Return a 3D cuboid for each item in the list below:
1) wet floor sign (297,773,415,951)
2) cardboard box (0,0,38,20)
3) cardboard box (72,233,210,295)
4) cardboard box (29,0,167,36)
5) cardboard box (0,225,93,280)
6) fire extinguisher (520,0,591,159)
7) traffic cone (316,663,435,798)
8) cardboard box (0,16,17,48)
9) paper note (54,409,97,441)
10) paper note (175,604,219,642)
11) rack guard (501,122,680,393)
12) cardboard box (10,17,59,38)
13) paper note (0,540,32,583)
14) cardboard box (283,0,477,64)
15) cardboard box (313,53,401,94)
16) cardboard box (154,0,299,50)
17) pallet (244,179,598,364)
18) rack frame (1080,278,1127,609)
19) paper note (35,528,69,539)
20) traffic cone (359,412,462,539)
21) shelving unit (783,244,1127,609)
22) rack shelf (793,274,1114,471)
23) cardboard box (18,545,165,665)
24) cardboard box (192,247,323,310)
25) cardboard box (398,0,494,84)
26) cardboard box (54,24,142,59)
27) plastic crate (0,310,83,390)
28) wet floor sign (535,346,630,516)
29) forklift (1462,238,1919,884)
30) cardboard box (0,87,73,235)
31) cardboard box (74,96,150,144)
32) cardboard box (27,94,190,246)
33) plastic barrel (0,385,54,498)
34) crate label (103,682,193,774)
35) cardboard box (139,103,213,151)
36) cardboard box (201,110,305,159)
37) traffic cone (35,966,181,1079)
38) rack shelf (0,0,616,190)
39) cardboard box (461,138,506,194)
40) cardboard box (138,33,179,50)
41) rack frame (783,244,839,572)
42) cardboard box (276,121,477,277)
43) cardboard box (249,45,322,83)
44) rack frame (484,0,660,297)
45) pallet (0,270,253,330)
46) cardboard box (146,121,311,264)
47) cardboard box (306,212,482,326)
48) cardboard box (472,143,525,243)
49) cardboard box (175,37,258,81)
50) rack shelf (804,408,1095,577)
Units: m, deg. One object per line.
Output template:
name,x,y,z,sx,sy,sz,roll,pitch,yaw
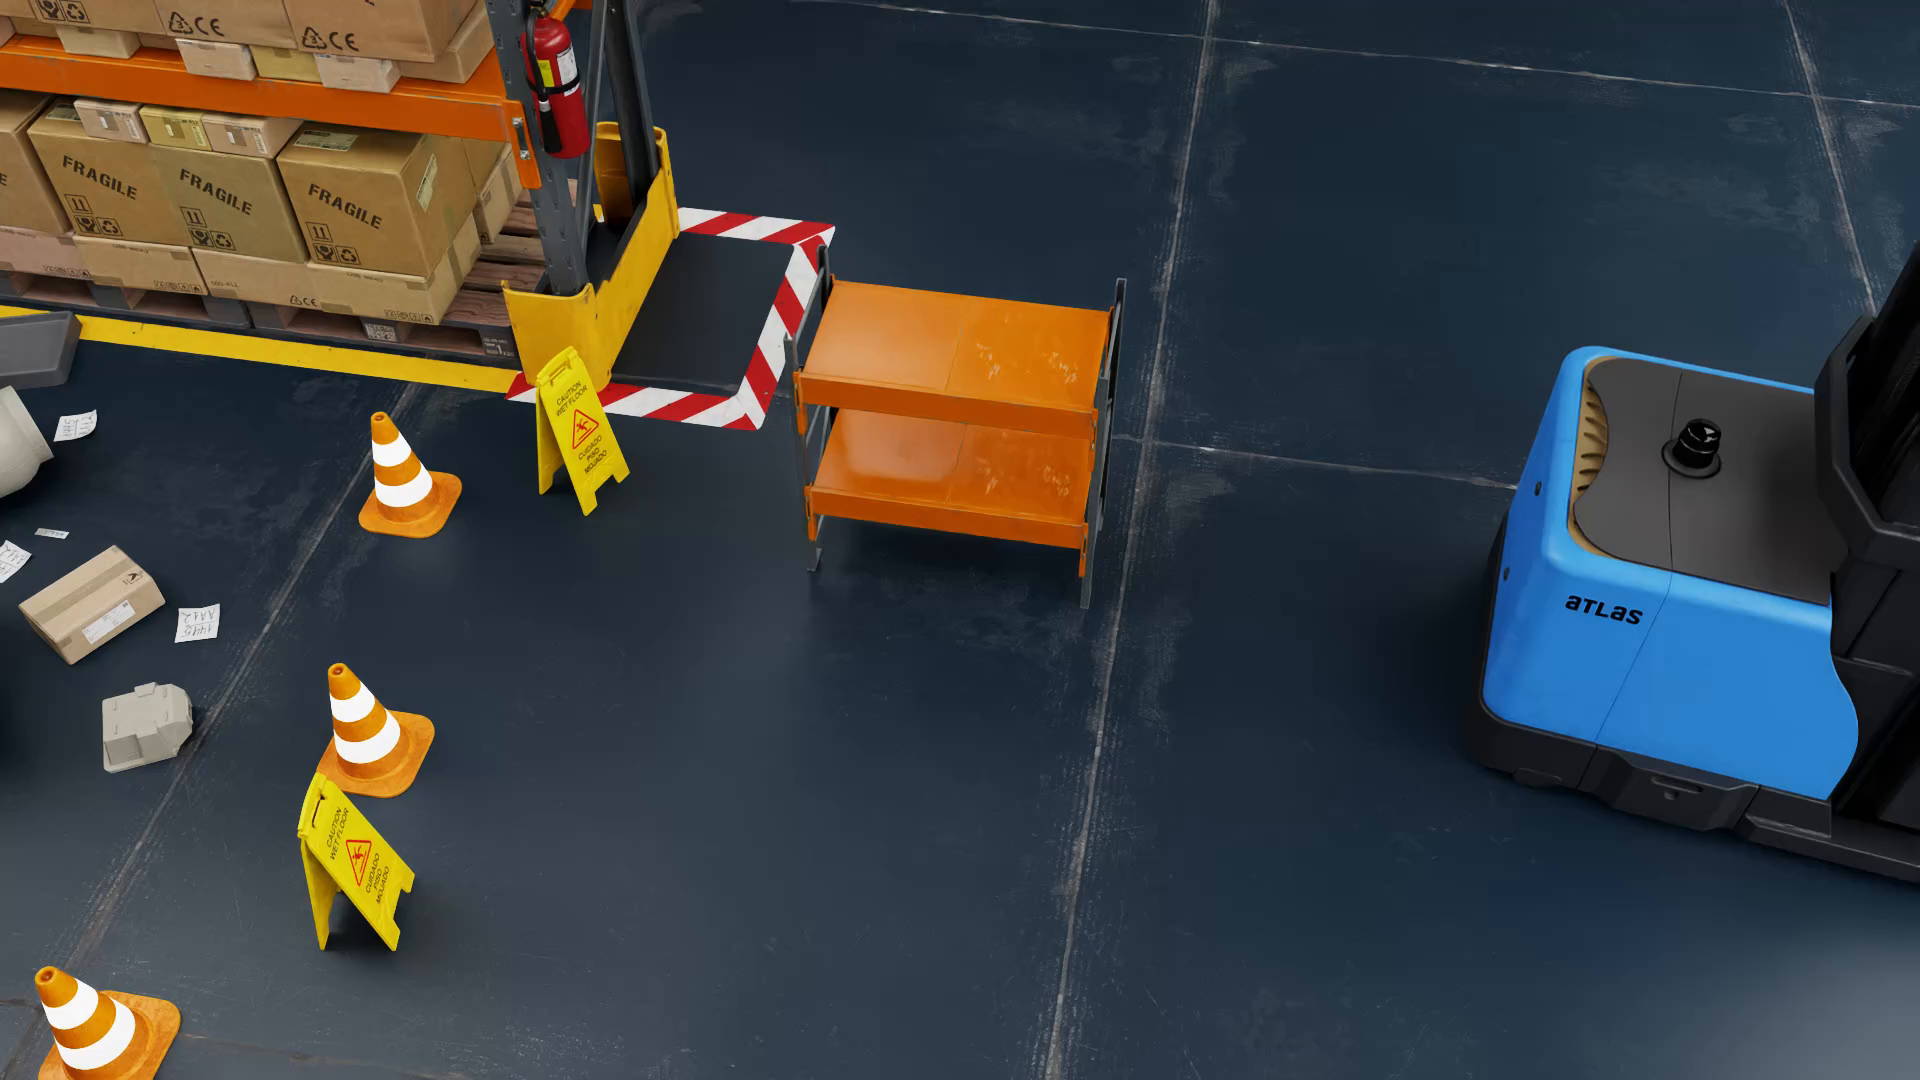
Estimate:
wet floor sign,-1.851,0.949,4.963,0.232,0.644,0.267,0,48,0
cardboard box,-3.513,-2.251,5.989,0.500,0.500,0.500,8,49,7
cardboard box,-3.318,-1.300,6.968,0.500,0.250,0.500,6,48,5
cardboard box,-3.018,-2.170,5.916,0.500,0.500,0.500,7,48,7
cardboard box,-3.805,-1.373,7.034,0.500,0.250,0.500,7,48,6
fire extinguisher,-1.420,-1.651,5.769,0.183,0.674,0.296,8,49,7
traffic cone,-1.966,0.564,5.432,0.334,0.463,0.336,8,49,7
cardboard box,-3.624,-2.009,6.207,0.250,0.149,0.380,7,48,7
paper note,-3.533,-0.459,6.642,0.148,0.019,0.142,-7,48,-7
paper note,-2.735,0.295,5.964,0.142,0.019,0.148,-7,48,-7
rack guard,-1.526,-1.204,6.995,0.348,0.500,1.175,8,49,7
cardboard box,-3.358,-2.054,6.248,0.250,0.149,0.380,8,49,7
paper note,-3.544,0.077,6.168,0.142,0.019,0.148,23,52,20
cardboard box,-2.034,-2.032,5.792,0.500,0.500,0.500,7,48,6
cardboard box,-2.126,-1.790,6.011,0.250,0.149,0.380,7,48,6
cardboard box,-2.526,-2.102,5.855,0.500,0.500,0.500,8,49,7
pallet,-2.319,-1.240,7.223,1.213,0.211,1.003,8,49,7
rack frame,0.494,-0.310,5.772,0.032,1.125,0.500,8,49,7
paper note,-3.422,-0.025,6.266,0.123,0.001,0.032,8,49,7
traffic cone,-2.103,-0.294,6.203,0.334,0.463,0.336,8,49,7
shelving unit,-0.007,-0.377,5.832,1.048,1.125,0.538,8,49,7
rack shelf,-0.007,-0.572,5.615,1.000,0.278,0.538,8,49,7
cardboard box,-3.099,0.229,5.944,0.250,0.149,0.380,32,56,26
cardboard box,-2.802,-1.235,6.909,0.500,0.250,0.500,8,49,7
cardboard box,-1.857,-1.838,6.054,0.250,0.149,0.380,9,49,8
cardboard box,-3.128,-1.956,6.160,0.250,0.149,0.380,7,48,6
plastic crate,-3.988,-0.774,6.892,0.583,0.080,0.402,-7,48,-7
wet floor sign,-1.454,-0.434,6.206,0.232,0.644,0.267,23,52,20
forklift,3.251,-0.226,4.483,3.031,2.935,1.130,14,50,12
cardboard box,-3.816,-1.622,6.753,0.500,0.500,0.500,10,49,9
cardboard box,-3.165,-1.704,6.391,0.250,0.149,0.380,10,49,8
cardboard box,-3.295,-1.555,6.692,0.500,0.500,0.500,7,48,6
plastic barrel,-3.753,-0.333,6.265,0.512,0.421,0.421,-32,55,-25
crate label,-2.751,0.614,5.606,0.298,0.136,0.250,-15,50,-13
cardboard box,-2.906,-1.668,6.358,0.250,0.149,0.380,8,49,7
cardboard box,-2.659,-1.632,6.326,0.250,0.149,0.380,9,49,8
traffic cone,-2.502,1.346,4.730,0.334,0.463,0.336,8,49,7
rack shelf,-3.419,-2.053,6.562,4.000,0.370,1.077,8,49,7
cardboard box,-2.219,-1.813,6.924,0.500,0.500,0.500,6,48,6
cardboard box,-2.860,-1.989,6.189,0.250,0.149,0.380,8,49,7
rack frame,-0.507,-0.444,5.893,0.032,1.125,0.500,8,49,7
cardboard box,-2.286,-1.416,6.568,0.500,0.500,0.500,8,49,7
cardboard box,-2.374,-1.840,6.055,0.250,0.149,0.380,7,48,6
rack frame,-1.451,-2.029,6.057,0.127,3.000,1.000,8,49,7
pallet,-3.516,-1.403,7.369,1.213,0.211,1.003,8,49,7
cardboard box,-2.800,-1.483,6.628,0.500,0.500,0.500,9,49,8
cardboard box,-2.318,-1.164,6.845,0.500,0.250,0.500,7,48,7
cardboard box,-2.195,-1.559,7.201,0.500,0.250,0.500,7,48,7
cardboard box,-2.633,-1.852,6.066,0.250,0.149,0.380,8,49,8
rack shelf,-0.007,-0.213,6.014,1.000,0.278,0.538,8,49,7
